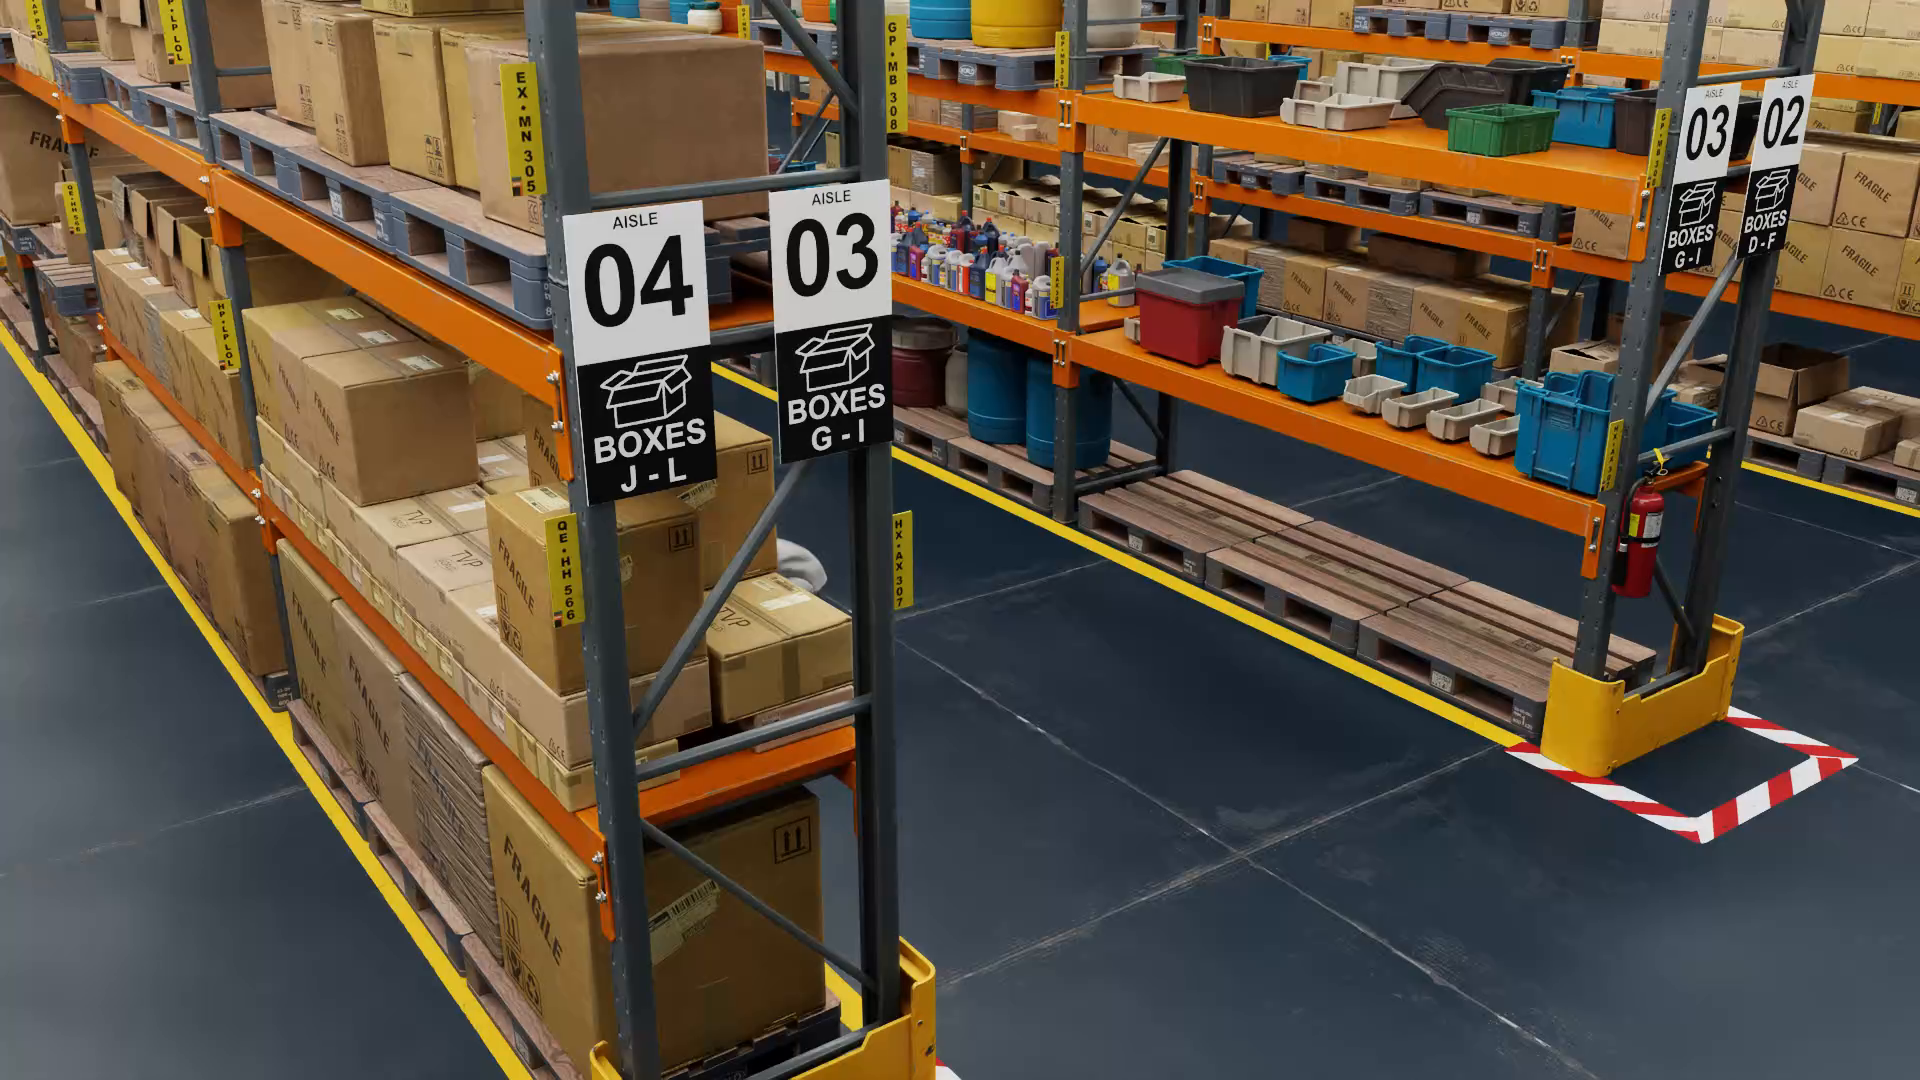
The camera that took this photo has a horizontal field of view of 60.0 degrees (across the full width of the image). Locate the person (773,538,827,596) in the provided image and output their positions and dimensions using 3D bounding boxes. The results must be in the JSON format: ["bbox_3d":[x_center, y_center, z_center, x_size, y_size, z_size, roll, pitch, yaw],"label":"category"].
[{"bbox_3d":[-1.120,0.317,9.138,0.828,0.828,0.460,-15,26,-34],"label":"person"}]
